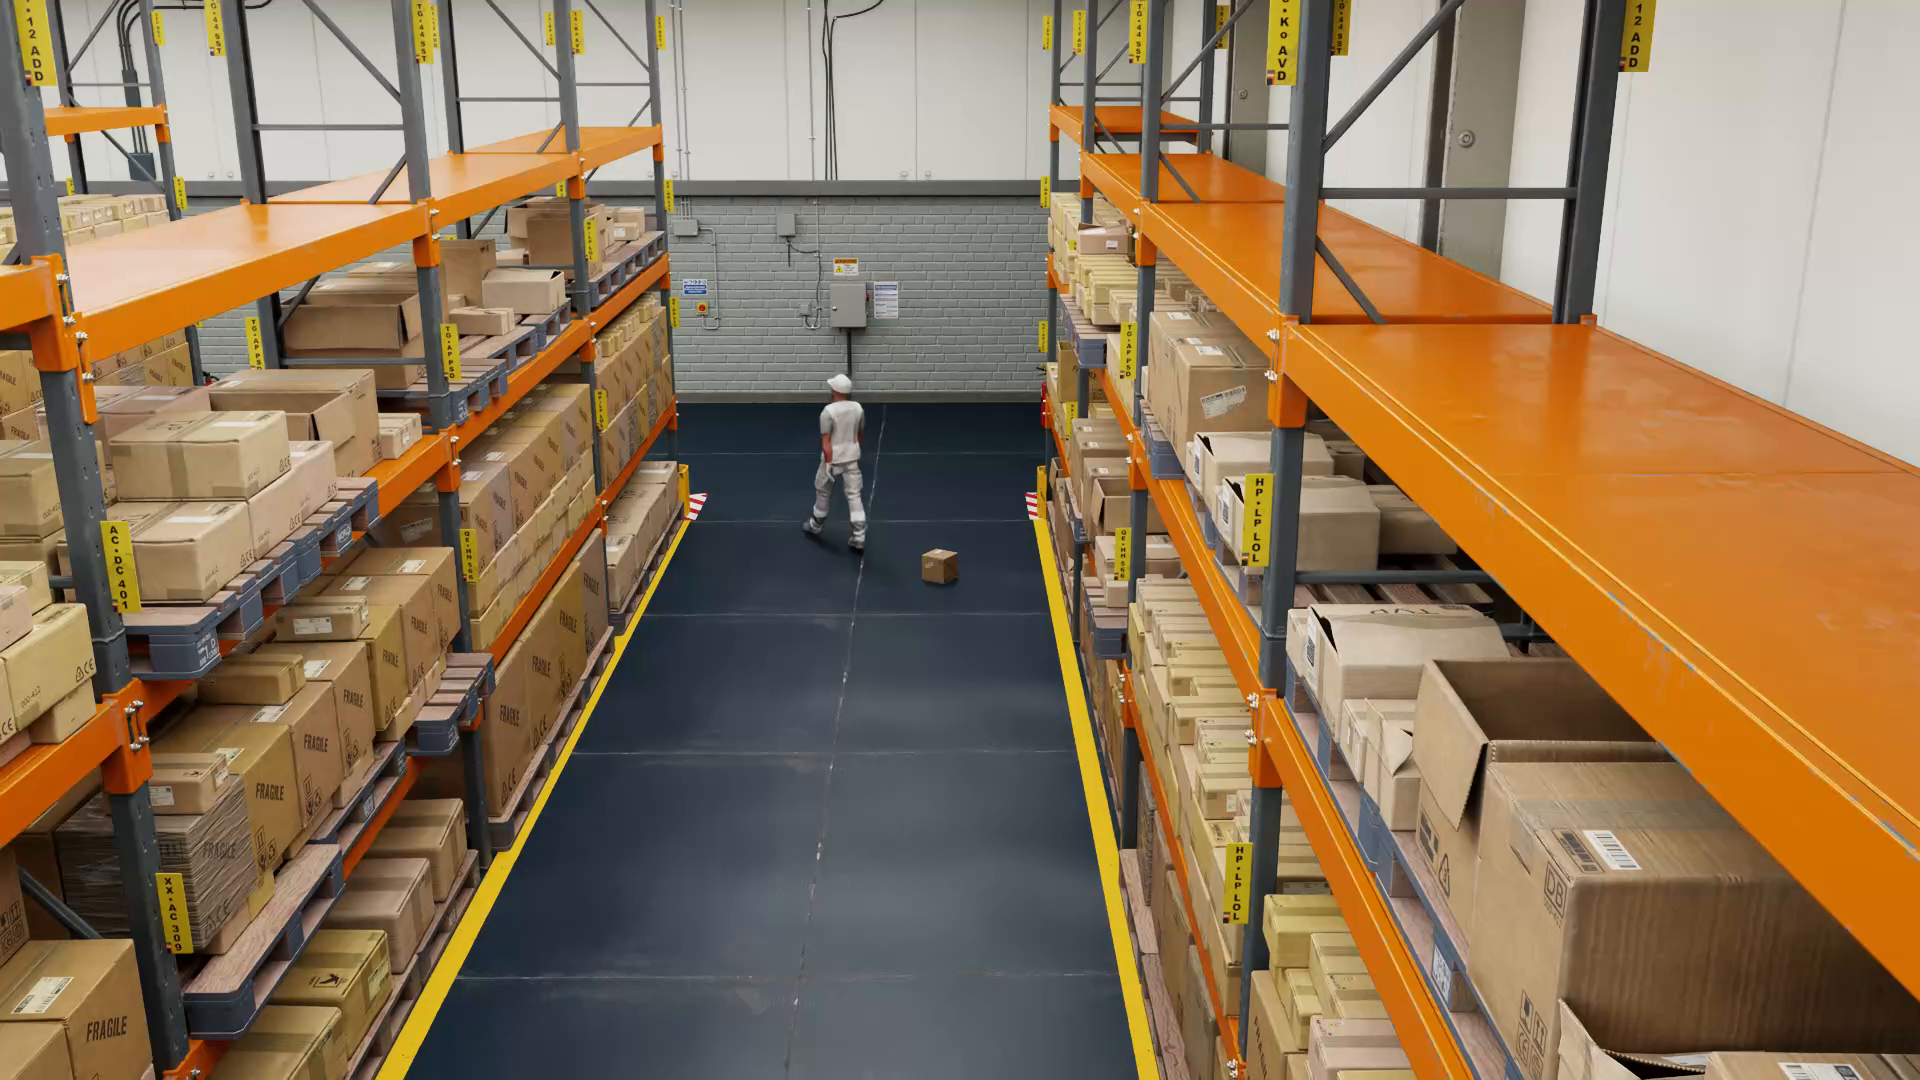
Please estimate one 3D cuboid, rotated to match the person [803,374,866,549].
[{"bbox_3d":[-1.245,-0.848,16.811,0.536,1.726,1.016,-9,19,-28],"label":"person"}]
